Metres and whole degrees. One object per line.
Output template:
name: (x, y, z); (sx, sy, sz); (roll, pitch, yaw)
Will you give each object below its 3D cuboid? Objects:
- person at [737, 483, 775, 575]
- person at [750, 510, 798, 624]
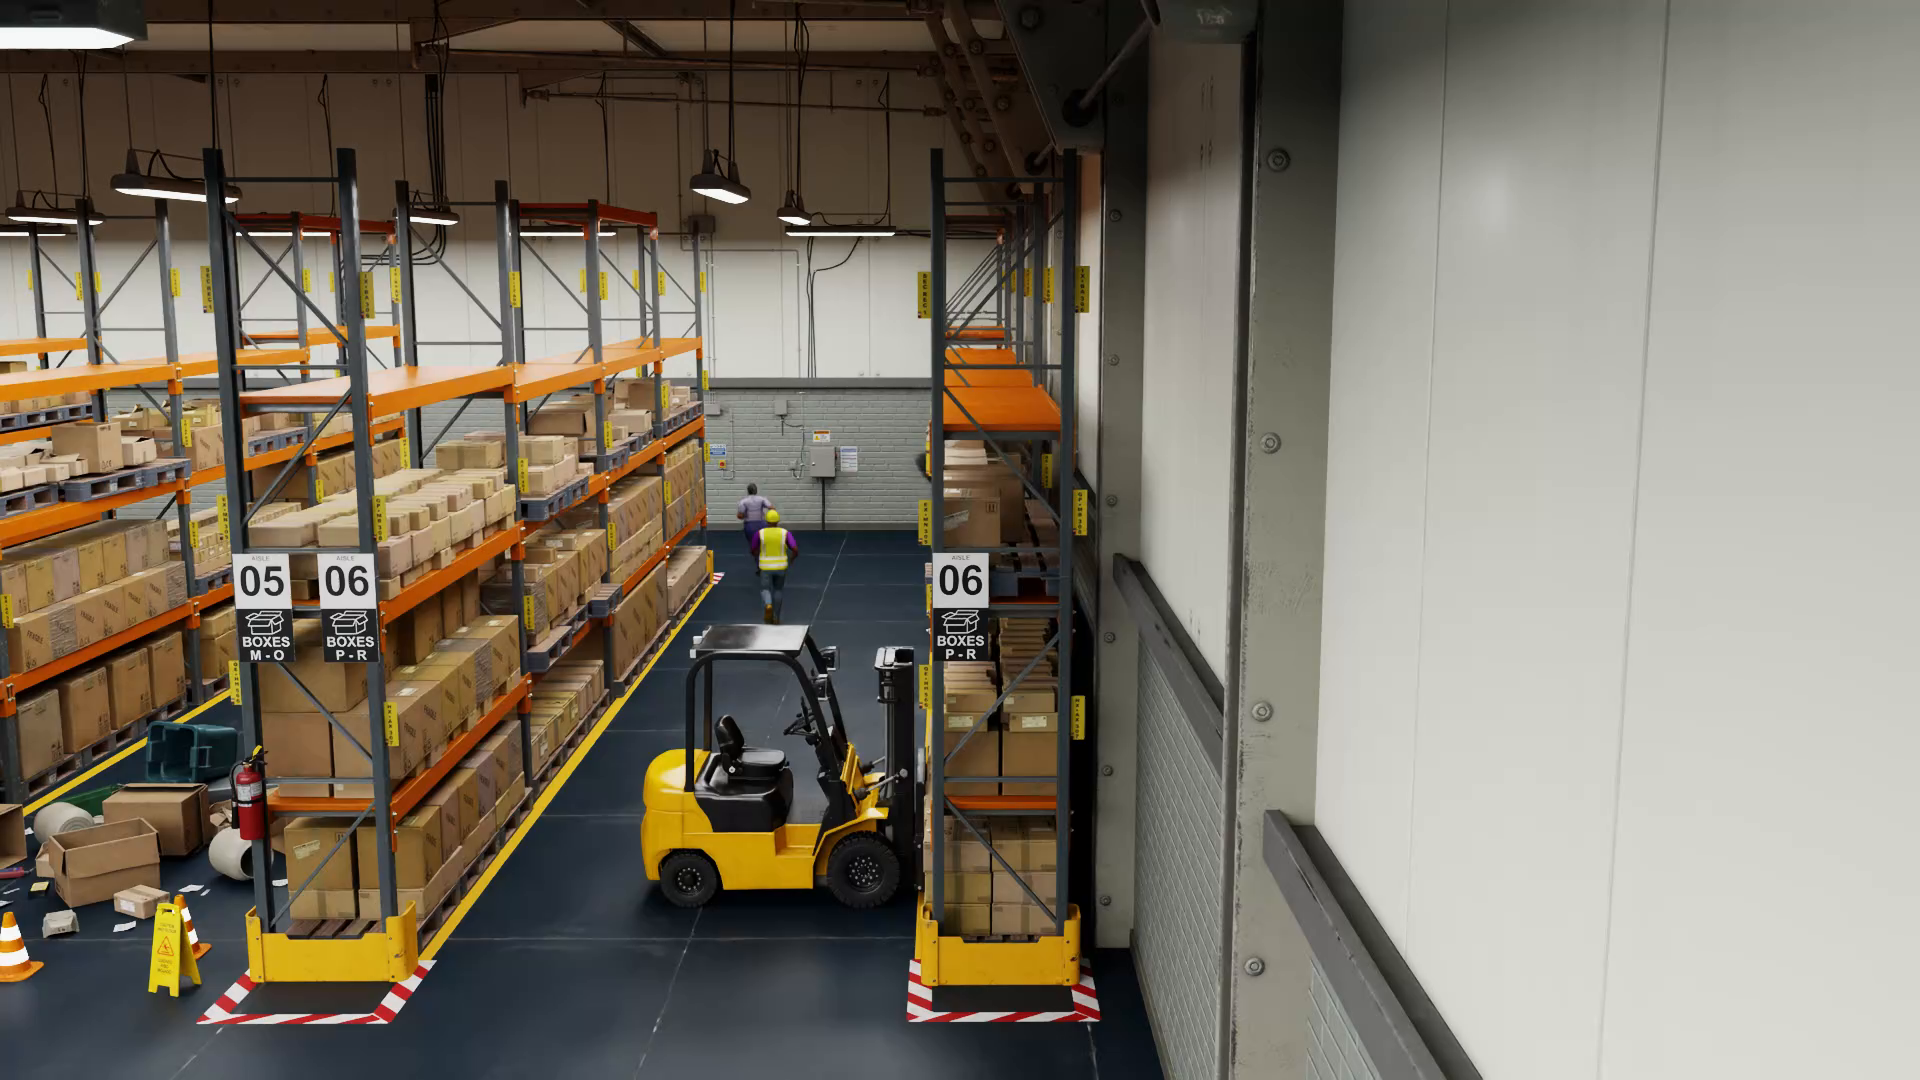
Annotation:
person: (-3.496, -0.135, 28.290); (0.615, 1.677, 0.832); (-4, 10, -26)
person: (-2.744, 0.404, 24.531); (0.705, 1.724, 0.713); (-2, 9, -9)
